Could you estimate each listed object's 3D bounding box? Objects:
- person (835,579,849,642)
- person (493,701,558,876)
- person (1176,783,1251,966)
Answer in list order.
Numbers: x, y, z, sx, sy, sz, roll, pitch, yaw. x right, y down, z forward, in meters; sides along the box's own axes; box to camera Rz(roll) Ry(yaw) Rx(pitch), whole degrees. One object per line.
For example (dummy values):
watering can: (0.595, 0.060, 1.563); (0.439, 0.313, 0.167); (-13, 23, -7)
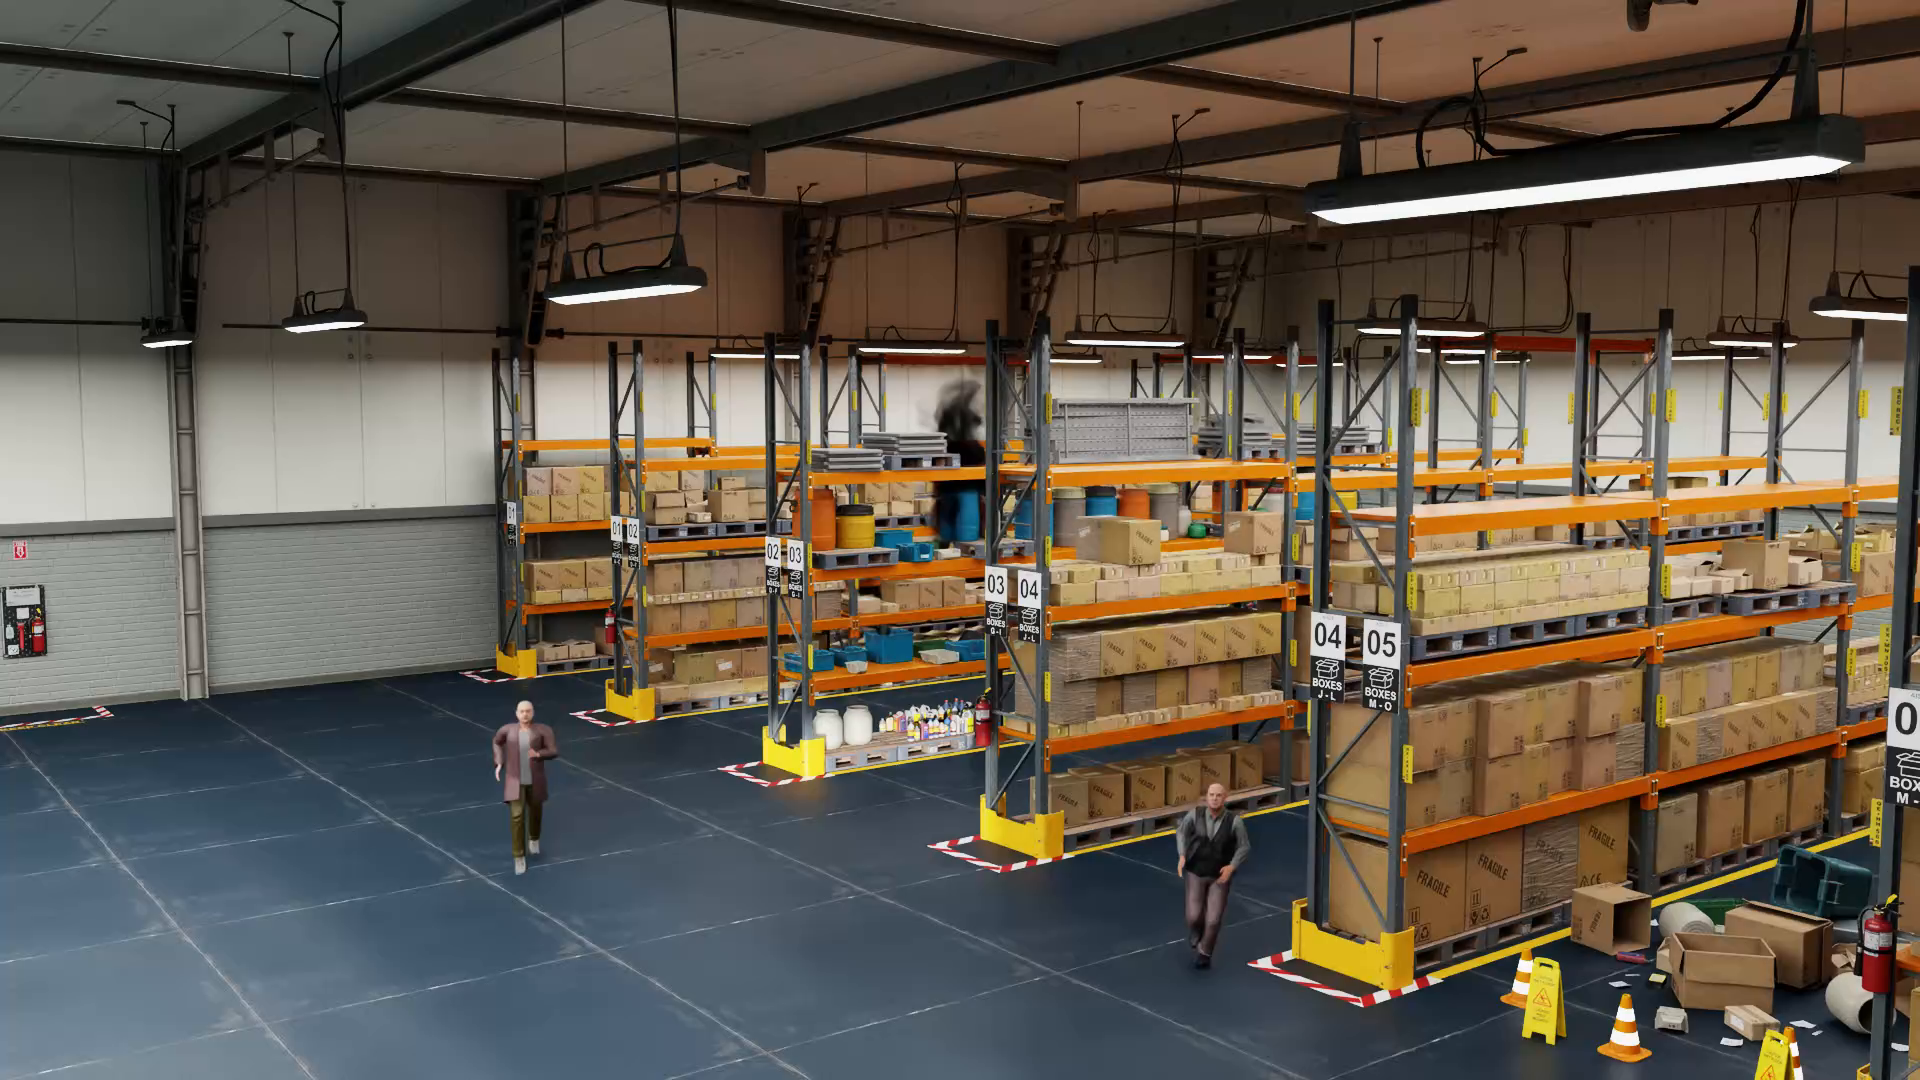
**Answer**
person: (-2.233, 1.556, 31.662); (0.559, 1.629, 0.583); (5, 7, 44)
person: (-4.755, 2.657, 18.222); (0.687, 1.807, 0.991); (-1, 5, -16)
person: (2.287, 3.018, 15.065); (0.680, 1.680, 0.546); (1, 5, 15)
